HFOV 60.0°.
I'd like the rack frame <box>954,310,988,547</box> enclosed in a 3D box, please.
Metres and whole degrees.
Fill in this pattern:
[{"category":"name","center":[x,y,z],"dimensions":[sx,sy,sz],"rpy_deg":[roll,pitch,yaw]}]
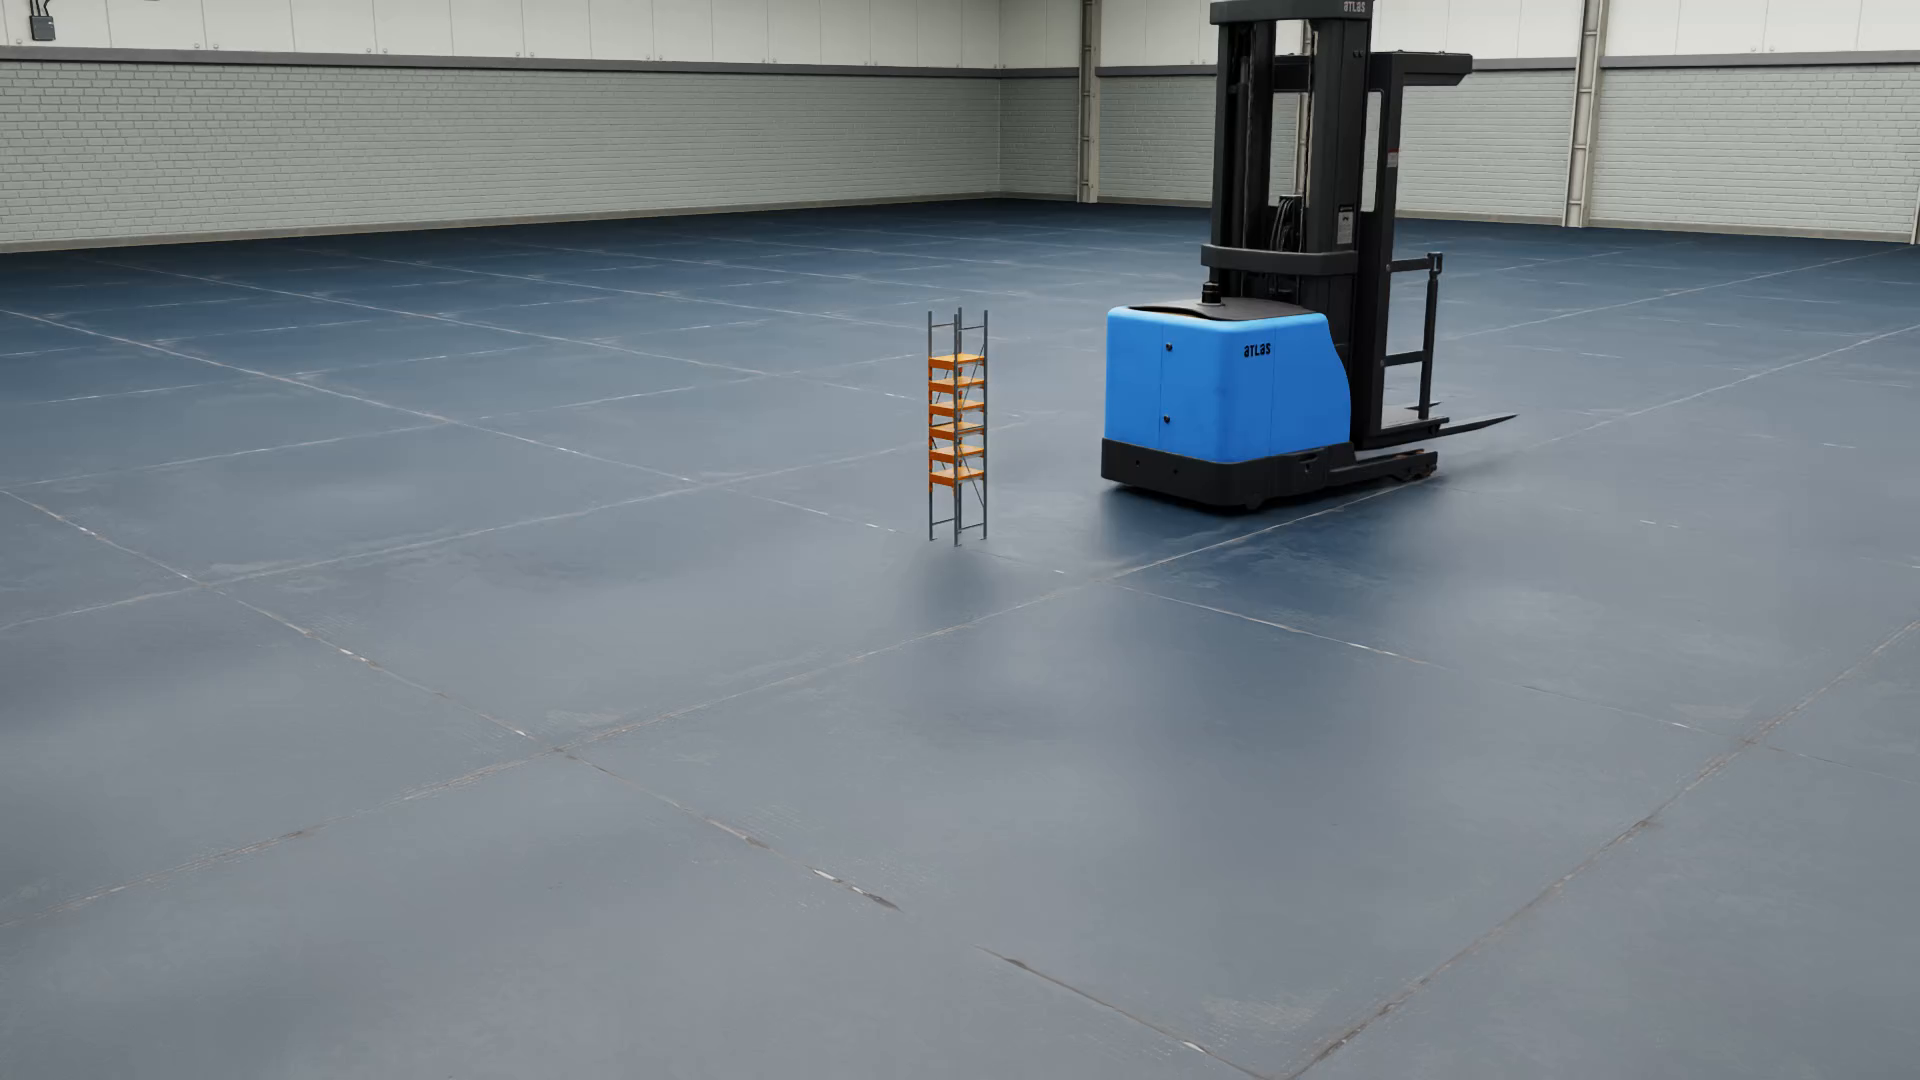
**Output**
[{"category":"rack frame","center":[0.055,-0.567,8.520],"dimensions":[0.006,1.200,0.240],"rpy_deg":[14,20,42]}]

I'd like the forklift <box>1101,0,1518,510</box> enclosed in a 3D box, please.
[{"category":"forklift","center":[2.308,-1.864,10.062],"dimensions":[3.031,2.935,1.130],"rpy_deg":[-11,18,-37]}]

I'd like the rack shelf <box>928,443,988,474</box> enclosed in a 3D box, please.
[{"category":"rack shelf","center":[-0.010,-0.424,8.623],"dimensions":[0.180,0.103,0.258],"rpy_deg":[14,20,42]}]

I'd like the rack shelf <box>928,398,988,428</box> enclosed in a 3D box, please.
[{"category":"rack shelf","center":[-0.010,-0.656,8.563],"dimensions":[0.180,0.103,0.258],"rpy_deg":[14,20,42]}]

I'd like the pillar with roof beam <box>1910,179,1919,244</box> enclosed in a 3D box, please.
[{"category":"pillar with roof beam","center":[13.002,-8.470,23.385],"dimensions":[0.400,9.000,9.100],"rpy_deg":[14,20,42]}]

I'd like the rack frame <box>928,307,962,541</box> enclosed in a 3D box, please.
[{"category":"rack frame","center":[-0.076,-0.599,8.643],"dimensions":[0.006,1.200,0.240],"rpy_deg":[14,20,42]}]

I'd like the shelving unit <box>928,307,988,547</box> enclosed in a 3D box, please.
[{"category":"shelving unit","center":[-0.010,-0.583,8.582],"dimensions":[0.189,1.200,0.258],"rpy_deg":[14,20,42]}]

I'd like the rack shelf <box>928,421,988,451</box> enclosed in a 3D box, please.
[{"category":"rack shelf","center":[-0.010,-0.540,8.593],"dimensions":[0.180,0.103,0.258],"rpy_deg":[14,20,42]}]

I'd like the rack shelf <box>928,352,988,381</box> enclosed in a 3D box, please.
[{"category":"rack shelf","center":[-0.010,-0.889,8.502],"dimensions":[0.180,0.103,0.258],"rpy_deg":[14,20,42]}]

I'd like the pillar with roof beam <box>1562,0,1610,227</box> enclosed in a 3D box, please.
[{"category":"pillar with roof beam","center":[8.682,-9.521,27.415],"dimensions":[0.400,9.000,9.100],"rpy_deg":[14,20,42]}]

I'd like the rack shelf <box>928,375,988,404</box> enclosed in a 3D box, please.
[{"category":"rack shelf","center":[-0.010,-0.772,8.533],"dimensions":[0.180,0.103,0.258],"rpy_deg":[14,20,42]}]

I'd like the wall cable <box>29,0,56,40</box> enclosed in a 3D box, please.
[{"category":"wall cable","center":[-13.434,-10.806,25.605],"dimensions":[0.169,6.003,2.305],"rpy_deg":[14,20,42]}]

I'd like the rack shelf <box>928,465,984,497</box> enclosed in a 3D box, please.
[{"category":"rack shelf","center":[-0.010,-0.308,8.654],"dimensions":[0.180,0.103,0.258],"rpy_deg":[14,20,42]}]

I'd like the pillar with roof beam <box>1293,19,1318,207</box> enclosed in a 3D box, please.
[{"category":"pillar with roof beam","center":[4.363,-10.571,31.445],"dimensions":[0.400,9.000,9.100],"rpy_deg":[14,20,42]}]

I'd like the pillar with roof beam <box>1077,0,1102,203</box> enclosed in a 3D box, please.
[{"category":"pillar with roof beam","center":[0.044,-11.621,35.475],"dimensions":[0.400,9.000,9.100],"rpy_deg":[14,20,42]}]
